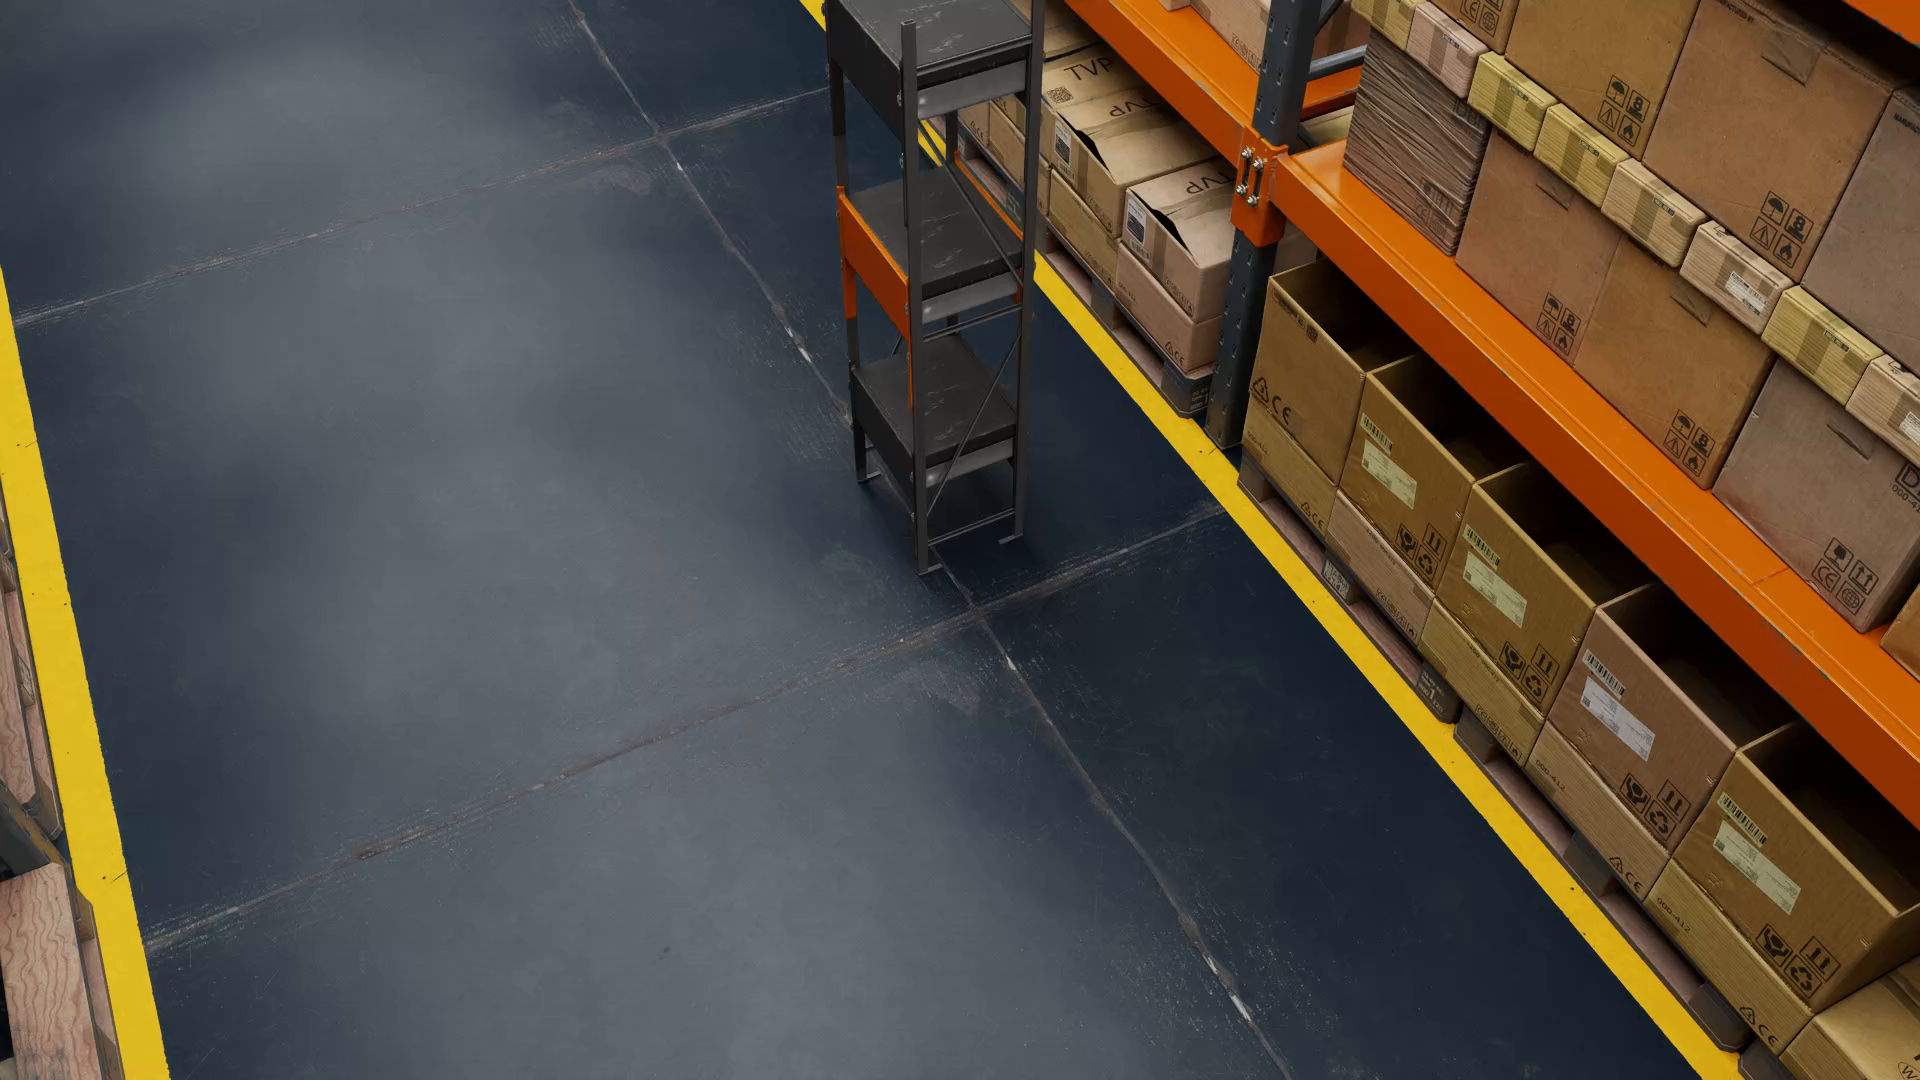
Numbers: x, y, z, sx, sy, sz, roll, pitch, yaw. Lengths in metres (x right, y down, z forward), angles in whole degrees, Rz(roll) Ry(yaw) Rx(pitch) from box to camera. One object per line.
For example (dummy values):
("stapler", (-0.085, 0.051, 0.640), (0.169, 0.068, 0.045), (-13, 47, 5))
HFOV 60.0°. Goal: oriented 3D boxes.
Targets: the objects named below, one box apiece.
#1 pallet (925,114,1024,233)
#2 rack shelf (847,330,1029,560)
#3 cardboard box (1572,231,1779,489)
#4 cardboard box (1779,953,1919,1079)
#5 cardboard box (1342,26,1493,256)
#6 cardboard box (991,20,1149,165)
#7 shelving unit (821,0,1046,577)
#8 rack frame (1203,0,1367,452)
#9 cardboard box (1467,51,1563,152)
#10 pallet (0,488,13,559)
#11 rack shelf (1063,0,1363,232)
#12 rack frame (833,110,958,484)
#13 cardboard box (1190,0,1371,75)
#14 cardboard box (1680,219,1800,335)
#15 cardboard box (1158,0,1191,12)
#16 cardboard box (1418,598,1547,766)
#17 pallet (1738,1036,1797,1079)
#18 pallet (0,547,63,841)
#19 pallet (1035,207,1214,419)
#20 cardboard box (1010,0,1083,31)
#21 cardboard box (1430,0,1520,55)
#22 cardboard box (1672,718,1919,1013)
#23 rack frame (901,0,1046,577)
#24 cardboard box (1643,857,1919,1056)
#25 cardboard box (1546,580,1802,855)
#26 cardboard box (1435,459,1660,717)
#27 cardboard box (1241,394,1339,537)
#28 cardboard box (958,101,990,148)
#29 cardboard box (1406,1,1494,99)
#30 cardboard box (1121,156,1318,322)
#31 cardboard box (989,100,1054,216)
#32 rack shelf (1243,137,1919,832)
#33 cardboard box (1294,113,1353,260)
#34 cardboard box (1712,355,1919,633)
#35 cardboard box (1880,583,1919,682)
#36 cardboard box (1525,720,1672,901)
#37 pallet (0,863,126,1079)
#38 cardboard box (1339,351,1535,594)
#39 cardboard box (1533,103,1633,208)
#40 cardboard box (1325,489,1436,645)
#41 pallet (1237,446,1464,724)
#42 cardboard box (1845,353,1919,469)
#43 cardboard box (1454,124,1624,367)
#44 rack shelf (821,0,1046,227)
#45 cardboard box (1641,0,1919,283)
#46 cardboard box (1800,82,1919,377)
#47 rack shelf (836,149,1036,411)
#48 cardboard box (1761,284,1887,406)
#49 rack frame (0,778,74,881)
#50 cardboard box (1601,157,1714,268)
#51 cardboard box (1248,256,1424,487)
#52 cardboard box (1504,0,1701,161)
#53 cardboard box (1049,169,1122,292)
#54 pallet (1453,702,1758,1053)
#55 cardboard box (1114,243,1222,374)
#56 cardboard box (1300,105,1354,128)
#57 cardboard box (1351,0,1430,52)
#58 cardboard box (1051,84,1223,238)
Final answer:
("pallet", (0.430, -1.898, 7.269), (1.003, 0.211, 1.213), (-21, 52, -18))
("rack shelf", (-0.076, -0.332, 5.594), (0.431, 0.518, 0.480), (-21, 52, -18))
("cardboard box", (2.046, -0.569, 4.188), (0.700, 0.500, 0.500), (-20, 52, -17))
("cardboard box", (2.447, 1.338, 4.135), (0.500, 0.250, 0.500), (-21, 52, -18))
("cardboard box", (1.573, -1.257, 4.790), (0.700, 0.500, 0.500), (-22, 53, -18))
("cardboard box", (0.454, -1.789, 6.497), (0.500, 0.311, 0.500), (-21, 52, -18))
("shelving unit", (-0.076, -0.802, 5.057), (0.431, 2.100, 0.503), (-21, 52, -18))
("rack frame", (1.364, -1.518, 5.085), (1.000, 3.000, 0.127), (-21, 52, -18))
("cardboard box", (1.550, -1.178, 4.290), (0.380, 0.149, 0.250), (-22, 53, -18))
("pallet", (-3.959, -0.230, 5.811), (1.003, 0.211, 1.213), (-21, 52, -18))
("rack shelf", (0.449, -2.620, 6.527), (1.077, 0.370, 4.000), (-21, 52, -18))
("rack frame", (-0.187, -0.965, 5.199), (0.400, 2.100, 0.015), (-21, 52, -18))
("cardboard box", (1.100, -1.784, 5.417), (0.500, 0.250, 0.500), (-18, 51, -15))
("cardboard box", (1.908, -0.657, 3.835), (0.380, 0.149, 0.250), (-23, 53, -19))
("cardboard box", (0.798, -1.999, 5.595), (0.396, 0.266, 0.258), (-22, 52, -18))
("cardboard box", (1.755, 0.336, 5.011), (0.500, 0.250, 0.500), (-21, 52, -18))
("pallet", (2.807, 1.579, 4.228), (1.003, 0.211, 1.213), (-21, 52, -18))
("pallet", (-3.396, 0.588, 5.096), (1.003, 0.211, 1.213), (-21, 52, -18))
("pallet", (0.992, -1.080, 6.554), (1.003, 0.211, 1.213), (-21, 52, -18))
("cardboard box", (0.227, -2.127, 6.793), (0.500, 0.311, 0.500), (-22, 52, -18))
("cardboard box", (1.573, -1.684, 4.301), (0.700, 0.500, 0.500), (-21, 52, -17))
("cardboard box", (2.214, 0.758, 4.144), (0.500, 0.500, 0.500), (-21, 52, -18))
("rack frame", (0.036, -0.639, 4.914), (0.400, 2.100, 0.015), (-21, 52, -18))
("cardboard box", (2.217, 1.004, 4.427), (0.500, 0.250, 0.500), (-21, 52, -18))
("cardboard box", (1.986, 0.423, 4.437), (0.500, 0.500, 0.500), (-21, 52, -18))
("cardboard box", (1.756, 0.089, 4.729), (0.500, 0.500, 0.500), (-21, 52, -18))
("cardboard box", (1.307, -0.337, 5.599), (0.500, 0.250, 0.500), (-21, 52, -18))
("cardboard box", (0.221, -1.952, 7.012), (0.500, 0.250, 0.500), (-20, 52, -17))
("cardboard box", (1.430, -1.350, 4.441), (0.380, 0.149, 0.250), (-20, 52, -17))
("cardboard box", (0.924, -1.108, 5.902), (0.500, 0.311, 0.500), (-21, 52, -18))
("cardboard box", (0.452, -1.611, 6.714), (0.500, 0.250, 0.500), (-20, 52, -17))
("rack shelf", (2.279, 0.057, 4.185), (1.077, 0.370, 4.000), (-21, 52, -18))
("cardboard box", (1.396, -1.298, 6.068), (0.500, 0.311, 0.500), (-21, 52, -17))
("cardboard box", (2.281, -0.226, 3.889), (0.700, 0.500, 0.500), (-20, 52, -16))
("cardboard box", (2.526, 0.125, 3.582), (0.700, 0.500, 0.500), (-21, 52, -17))
("cardboard box", (1.989, 0.669, 4.720), (0.500, 0.250, 0.500), (-21, 52, -18))
("pallet", (-2.700, 1.546, 4.258), (1.003, 0.211, 1.213), (-21, 52, -18))
("cardboard box", (1.534, -0.248, 5.024), (0.500, 0.500, 0.500), (-21, 52, -18))
("cardboard box", (1.671, -1.003, 4.137), (0.380, 0.149, 0.250), (-22, 52, -18))
("cardboard box", (1.531, 0.000, 5.305), (0.500, 0.250, 0.500), (-21, 52, -18))
("pallet", (1.691, -0.054, 5.657), (1.003, 0.211, 1.213), (-21, 52, -18))
("cardboard box", (2.139, -0.315, 3.536), (0.380, 0.149, 0.250), (-22, 52, -18))
("cardboard box", (1.820, -0.906, 4.483), (0.700, 0.500, 0.500), (-22, 52, -18))
("rack shelf", (-0.076, -1.254, 4.540), (0.431, 0.518, 0.480), (-21, 52, -18))
("cardboard box", (2.034, -1.010, 3.713), (0.700, 0.500, 0.500), (-21, 52, -18))
("cardboard box", (2.262, -0.676, 3.420), (0.700, 0.500, 0.500), (-21, 52, -17))
("rack shelf", (-0.076, -0.793, 5.067), (0.431, 0.518, 0.480), (-21, 52, -18))
("cardboard box", (2.027, -0.483, 3.682), (0.380, 0.149, 0.250), (-22, 52, -18))
("rack frame", (-3.039, 0.190, 3.591), (1.000, 3.000, 0.127), (-21, 52, -18))
("cardboard box", (1.783, -0.835, 3.990), (0.380, 0.149, 0.250), (-23, 53, -19))
("cardboard box", (1.298, -0.580, 5.314), (0.500, 0.500, 0.500), (-21, 52, -18))
("cardboard box", (1.805, -1.346, 4.006), (0.700, 0.500, 0.500), (-21, 52, -18))
("cardboard box", (0.687, -1.268, 6.414), (0.500, 0.250, 0.500), (-22, 52, -18))
("pallet", (2.253, 0.764, 4.942), (1.003, 0.211, 1.213), (-21, 52, -18))
("cardboard box", (0.917, -0.929, 6.118), (0.500, 0.250, 0.500), (-22, 52, -18))
("cardboard box", (1.172, -1.635, 6.363), (0.500, 0.311, 0.500), (-22, 52, -18))
("cardboard box", (1.315, -1.518, 4.588), (0.380, 0.149, 0.250), (-21, 52, -18))
("cardboard box", (0.680, -1.454, 6.204), (0.500, 0.311, 0.500), (-20, 52, -17))
